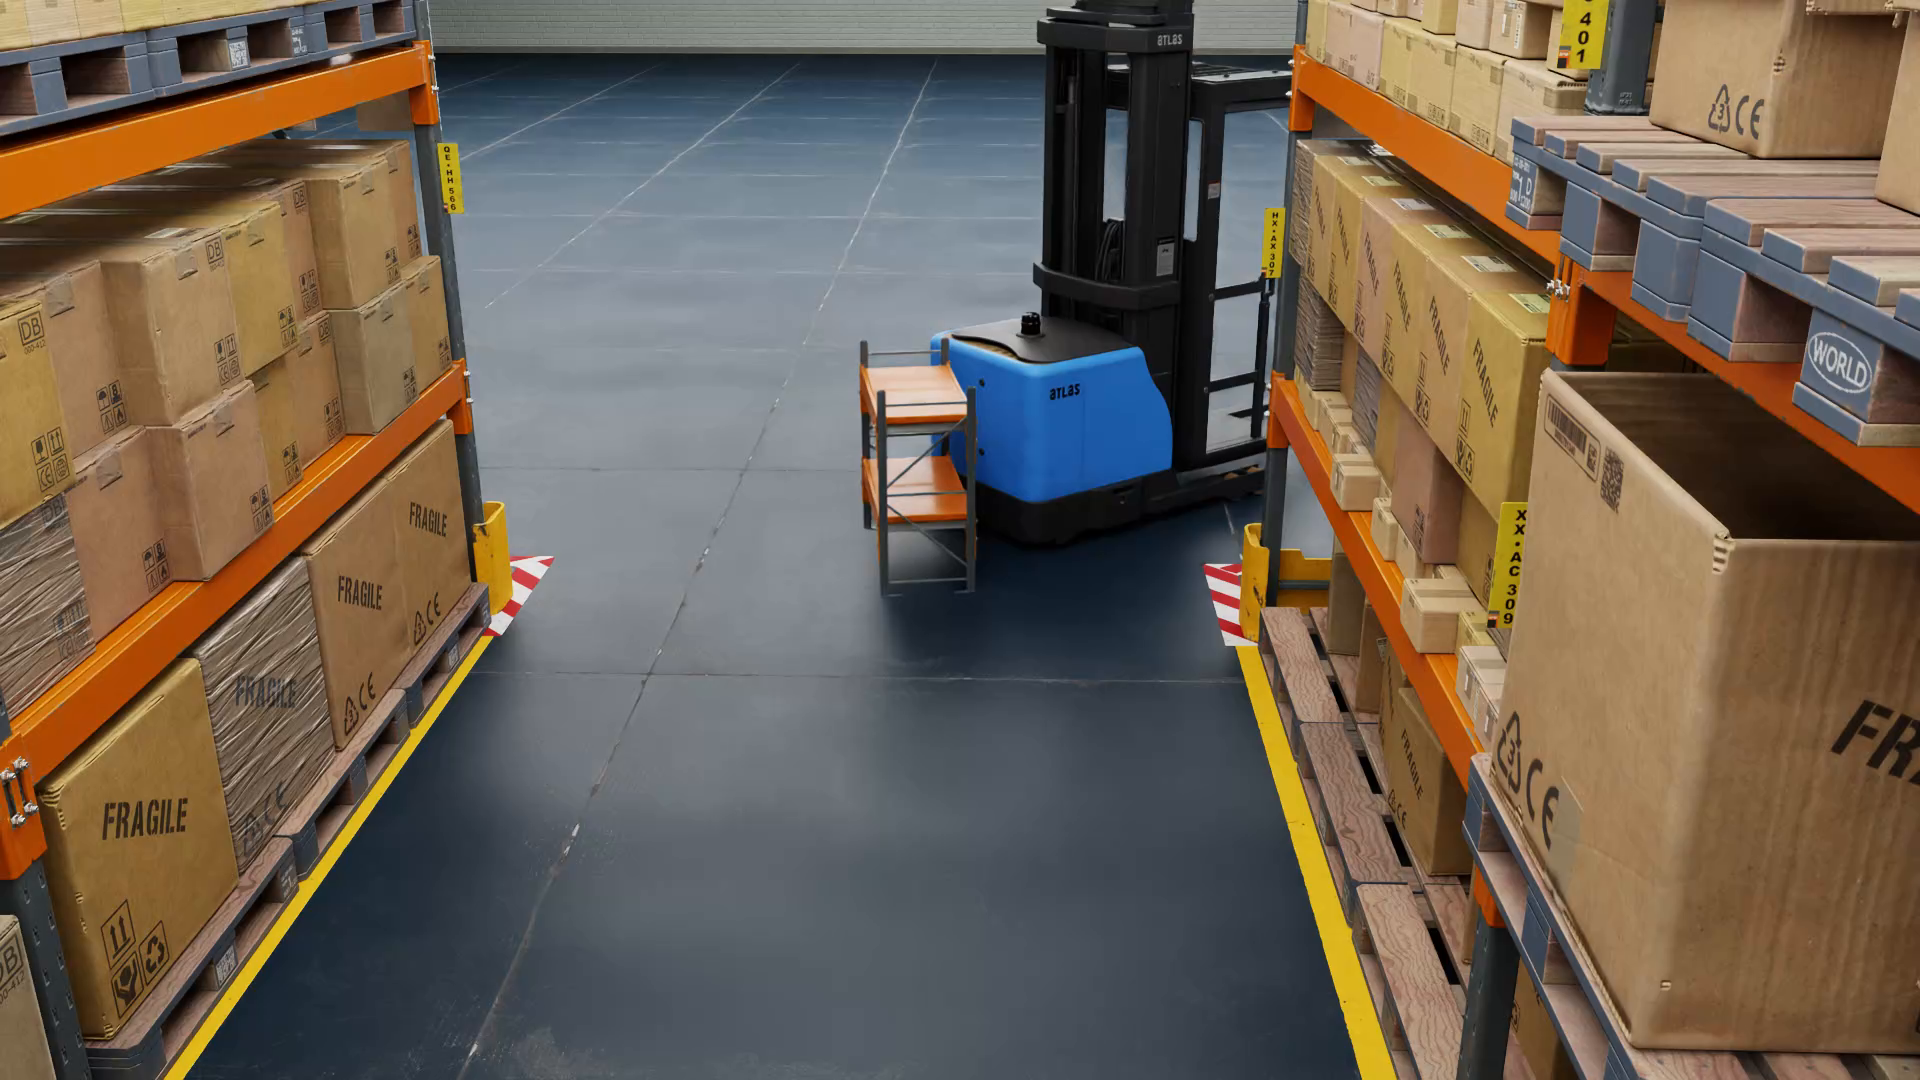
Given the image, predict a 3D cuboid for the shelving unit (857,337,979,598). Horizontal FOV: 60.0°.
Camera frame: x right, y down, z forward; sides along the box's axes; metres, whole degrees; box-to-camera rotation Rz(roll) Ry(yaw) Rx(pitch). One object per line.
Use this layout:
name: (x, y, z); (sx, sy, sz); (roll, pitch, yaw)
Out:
shelving unit: (-0.241, -0.418, 9.051); (0.538, 1.125, 1.048); (-3, 21, -7)

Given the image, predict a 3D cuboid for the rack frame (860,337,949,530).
rack frame: (-0.311, -0.600, 9.520); (0.500, 1.125, 0.032); (-3, 21, -7)

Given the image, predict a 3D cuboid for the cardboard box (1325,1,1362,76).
cardboard box: (1.724, -1.947, 6.460); (0.500, 0.250, 0.500); (0, 21, 0)

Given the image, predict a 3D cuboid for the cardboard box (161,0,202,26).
cardboard box: (-2.682, -1.733, 5.330); (0.380, 0.149, 0.250); (1, 21, 2)

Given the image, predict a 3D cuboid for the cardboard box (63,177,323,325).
cardboard box: (-3.076, -1.106, 6.532); (0.875, 0.550, 0.550); (1, 21, 2)

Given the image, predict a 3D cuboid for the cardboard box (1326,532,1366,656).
cardboard box: (1.970, 0.219, 7.692); (0.500, 0.500, 0.500); (5, 22, 12)

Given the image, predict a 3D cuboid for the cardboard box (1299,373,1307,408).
cardboard box: (1.732, -0.668, 7.452); (0.380, 0.149, 0.250); (1, 21, 2)

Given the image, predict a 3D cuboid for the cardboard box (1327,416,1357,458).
cardboard box: (1.708, -0.397, 6.753); (0.380, 0.149, 0.250); (1, 21, 2)

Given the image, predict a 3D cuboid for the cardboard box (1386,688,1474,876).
cardboard box: (1.887, 0.863, 6.033); (0.500, 0.500, 0.500); (-1, 21, -3)

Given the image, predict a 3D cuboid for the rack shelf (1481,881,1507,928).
rack shelf: (1.824, 1.529, 2.437); (1.077, 0.370, 4.000); (1, 21, 2)

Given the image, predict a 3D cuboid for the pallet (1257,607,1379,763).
pallet: (1.944, 0.645, 7.575); (1.003, 0.211, 1.213); (1, 21, 2)

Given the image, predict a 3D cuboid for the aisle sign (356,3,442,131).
aisle sign: (-2.646, -2.301, 7.720); (0.394, 0.787, 0.004); (1, 21, 2)

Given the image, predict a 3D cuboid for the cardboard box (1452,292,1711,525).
cardboard box: (1.623, -0.347, 4.345); (0.500, 0.500, 0.500); (1, 21, 2)

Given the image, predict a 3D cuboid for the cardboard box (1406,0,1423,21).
cardboard box: (1.732, -1.833, 5.615); (0.380, 0.149, 0.250); (0, 21, 1)

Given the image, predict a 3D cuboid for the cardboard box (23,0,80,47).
cardboard box: (-2.704, -1.456, 4.617); (0.380, 0.149, 0.250); (1, 21, 2)

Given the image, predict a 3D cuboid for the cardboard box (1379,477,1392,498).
cardboard box: (1.742, -0.125, 6.052); (0.380, 0.149, 0.250); (1, 21, 2)

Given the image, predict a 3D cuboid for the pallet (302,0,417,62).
pallet: (-2.961, -2.156, 6.914); (1.003, 0.211, 1.213); (1, 21, 2)

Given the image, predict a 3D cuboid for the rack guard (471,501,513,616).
rack guard: (-2.948, 0.090, 8.607); (1.175, 0.500, 0.348); (1, 21, 2)

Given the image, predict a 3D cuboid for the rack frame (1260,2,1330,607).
rack frame: (2.006, -0.976, 7.898); (1.000, 3.000, 0.127); (1, 21, 2)

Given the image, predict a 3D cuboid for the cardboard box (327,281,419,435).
cardboard box: (-2.909, -0.803, 7.245); (0.875, 0.550, 0.550); (1, 21, 2)

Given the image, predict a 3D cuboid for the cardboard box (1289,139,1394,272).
cardboard box: (1.717, -1.432, 7.140); (0.500, 0.500, 0.500); (1, 21, 2)

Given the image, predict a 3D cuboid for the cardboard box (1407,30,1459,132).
cardboard box: (1.674, -1.399, 5.048); (0.500, 0.250, 0.500); (0, 21, 1)

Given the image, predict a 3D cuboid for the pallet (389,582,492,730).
pallet: (-2.895, 0.523, 7.890); (1.003, 0.211, 1.213); (1, 21, 2)

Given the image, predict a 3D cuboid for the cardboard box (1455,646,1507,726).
cardboard box: (1.614, 0.416, 4.657); (0.380, 0.149, 0.250); (1, 21, 2)

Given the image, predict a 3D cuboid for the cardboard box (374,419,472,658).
cardboard box: (-2.903, -0.026, 7.807); (0.875, 0.875, 0.875); (1, 21, 2)

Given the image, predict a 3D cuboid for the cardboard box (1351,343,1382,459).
cardboard box: (2.008, -0.600, 6.380); (0.875, 0.500, 0.500); (1, 21, 2)

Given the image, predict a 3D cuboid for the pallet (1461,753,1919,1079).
pallet: (1.716, 0.834, 3.497); (1.003, 0.211, 1.213); (1, 21, 2)

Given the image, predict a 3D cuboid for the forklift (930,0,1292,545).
forklift: (1.297, -1.744, 9.971); (3.031, 2.935, 1.130); (-15, 26, -34)

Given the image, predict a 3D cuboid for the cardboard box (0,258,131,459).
cardboard box: (-3.124, -0.527, 5.041); (0.875, 0.550, 0.550); (1, 21, 2)

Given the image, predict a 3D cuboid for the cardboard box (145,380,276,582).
cardboard box: (-2.943, -0.217, 5.735); (0.875, 0.550, 0.550); (1, 21, 2)

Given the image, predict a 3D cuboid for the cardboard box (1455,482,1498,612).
cardboard box: (2.010, -0.057, 4.981); (0.875, 0.500, 0.500); (1, 21, 2)

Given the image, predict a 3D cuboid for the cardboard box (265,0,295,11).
cardboard box: (-2.659, -2.007, 6.038); (0.380, 0.149, 0.250); (1, 21, 2)

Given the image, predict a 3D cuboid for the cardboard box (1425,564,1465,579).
cardboard box: (1.718, 0.146, 5.354); (0.380, 0.149, 0.250); (1, 21, 2)

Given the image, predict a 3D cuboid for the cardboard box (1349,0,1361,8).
cardboard box: (1.698, -2.110, 6.330); (0.380, 0.149, 0.250); (1, 21, 4)

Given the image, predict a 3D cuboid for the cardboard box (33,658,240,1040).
cardboard box: (-2.981, 0.947, 5.297); (0.875, 0.875, 0.875); (1, 21, 2)

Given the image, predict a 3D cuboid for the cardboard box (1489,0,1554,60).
cardboard box: (1.626, -1.352, 4.376); (0.380, 0.149, 0.250); (0, 21, -1)

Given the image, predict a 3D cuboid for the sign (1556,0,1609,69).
sign: (1.342, -1.172, 3.542); (0.100, 0.325, 0.005); (1, 21, 2)

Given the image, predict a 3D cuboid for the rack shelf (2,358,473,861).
rack shelf: (-3.009, -0.009, 6.399); (1.077, 0.370, 4.000); (1, 21, 2)

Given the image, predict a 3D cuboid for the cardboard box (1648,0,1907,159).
cardboard box: (1.771, -1.003, 3.098); (0.797, 0.503, 0.637); (0, 21, -1)

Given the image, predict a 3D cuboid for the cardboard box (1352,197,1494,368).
cardboard box: (1.672, -0.889, 5.742); (0.500, 0.500, 0.500); (1, 21, 2)
